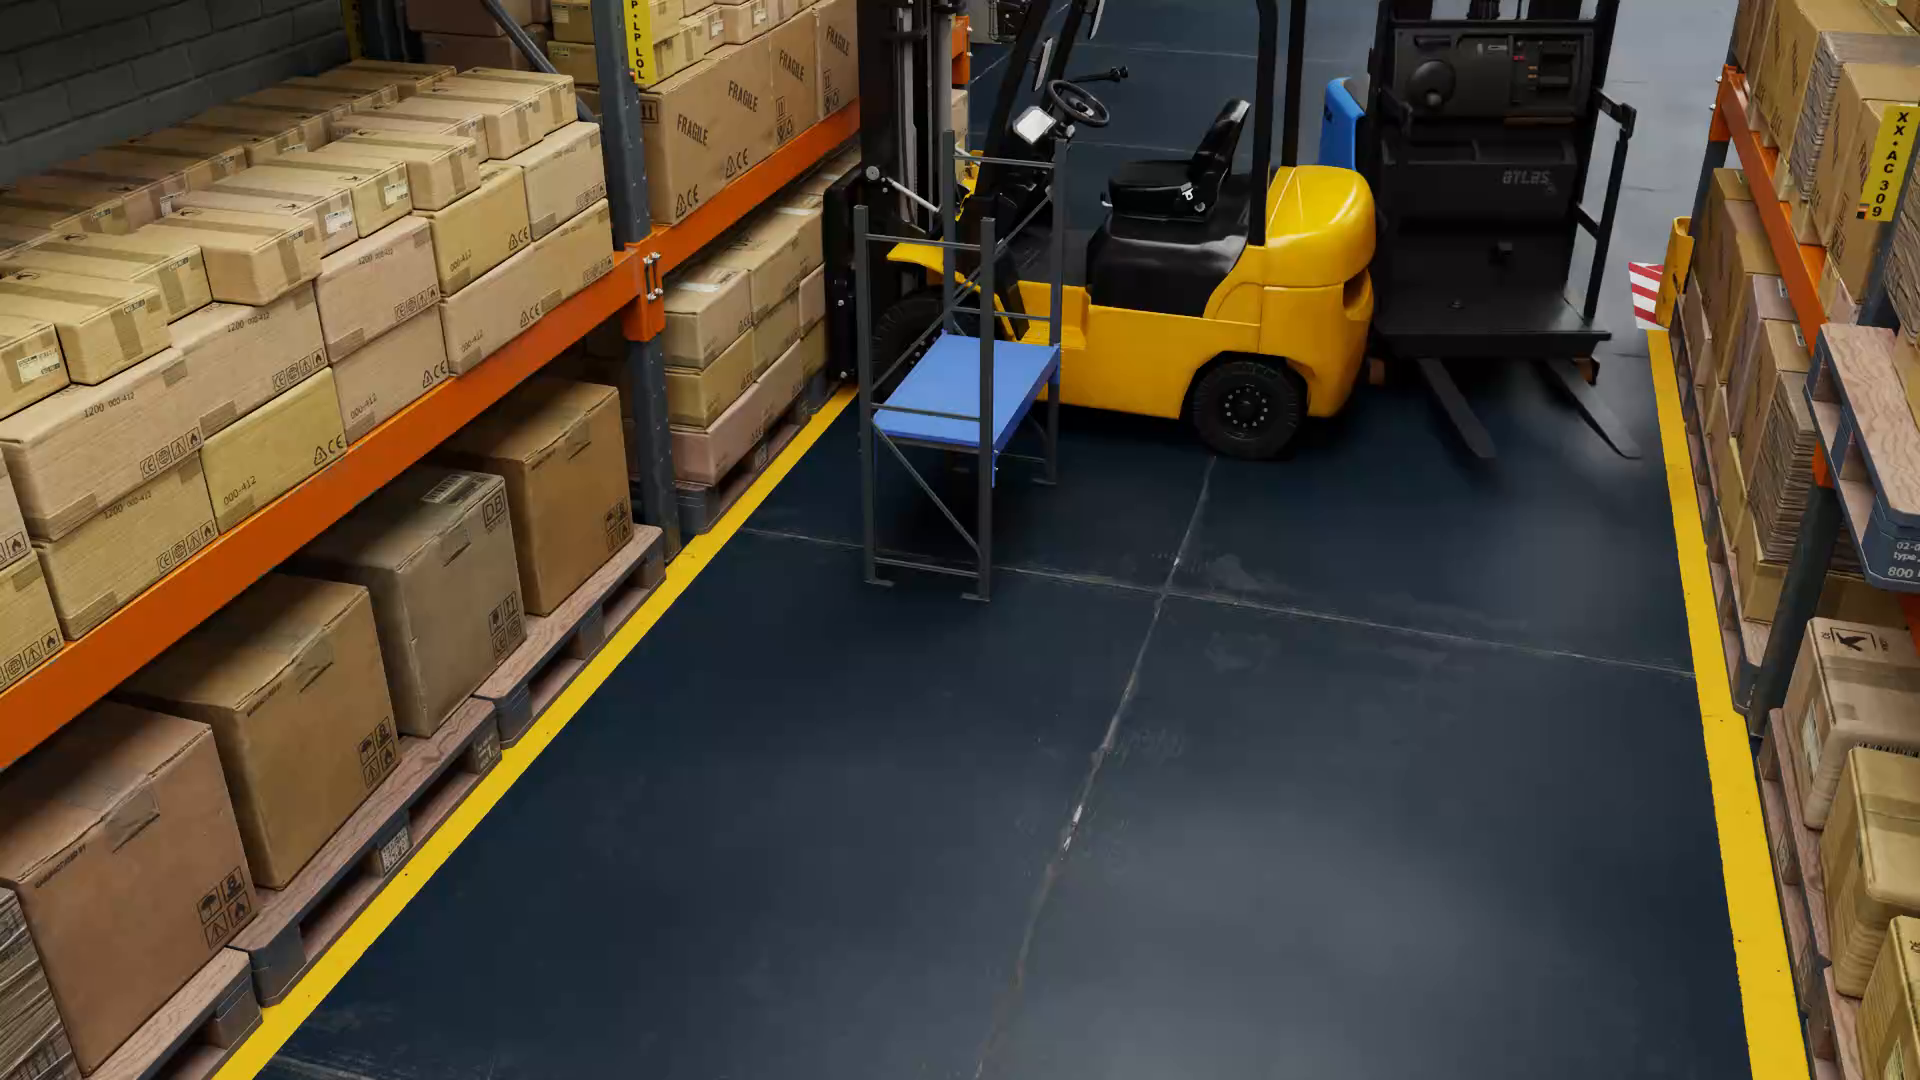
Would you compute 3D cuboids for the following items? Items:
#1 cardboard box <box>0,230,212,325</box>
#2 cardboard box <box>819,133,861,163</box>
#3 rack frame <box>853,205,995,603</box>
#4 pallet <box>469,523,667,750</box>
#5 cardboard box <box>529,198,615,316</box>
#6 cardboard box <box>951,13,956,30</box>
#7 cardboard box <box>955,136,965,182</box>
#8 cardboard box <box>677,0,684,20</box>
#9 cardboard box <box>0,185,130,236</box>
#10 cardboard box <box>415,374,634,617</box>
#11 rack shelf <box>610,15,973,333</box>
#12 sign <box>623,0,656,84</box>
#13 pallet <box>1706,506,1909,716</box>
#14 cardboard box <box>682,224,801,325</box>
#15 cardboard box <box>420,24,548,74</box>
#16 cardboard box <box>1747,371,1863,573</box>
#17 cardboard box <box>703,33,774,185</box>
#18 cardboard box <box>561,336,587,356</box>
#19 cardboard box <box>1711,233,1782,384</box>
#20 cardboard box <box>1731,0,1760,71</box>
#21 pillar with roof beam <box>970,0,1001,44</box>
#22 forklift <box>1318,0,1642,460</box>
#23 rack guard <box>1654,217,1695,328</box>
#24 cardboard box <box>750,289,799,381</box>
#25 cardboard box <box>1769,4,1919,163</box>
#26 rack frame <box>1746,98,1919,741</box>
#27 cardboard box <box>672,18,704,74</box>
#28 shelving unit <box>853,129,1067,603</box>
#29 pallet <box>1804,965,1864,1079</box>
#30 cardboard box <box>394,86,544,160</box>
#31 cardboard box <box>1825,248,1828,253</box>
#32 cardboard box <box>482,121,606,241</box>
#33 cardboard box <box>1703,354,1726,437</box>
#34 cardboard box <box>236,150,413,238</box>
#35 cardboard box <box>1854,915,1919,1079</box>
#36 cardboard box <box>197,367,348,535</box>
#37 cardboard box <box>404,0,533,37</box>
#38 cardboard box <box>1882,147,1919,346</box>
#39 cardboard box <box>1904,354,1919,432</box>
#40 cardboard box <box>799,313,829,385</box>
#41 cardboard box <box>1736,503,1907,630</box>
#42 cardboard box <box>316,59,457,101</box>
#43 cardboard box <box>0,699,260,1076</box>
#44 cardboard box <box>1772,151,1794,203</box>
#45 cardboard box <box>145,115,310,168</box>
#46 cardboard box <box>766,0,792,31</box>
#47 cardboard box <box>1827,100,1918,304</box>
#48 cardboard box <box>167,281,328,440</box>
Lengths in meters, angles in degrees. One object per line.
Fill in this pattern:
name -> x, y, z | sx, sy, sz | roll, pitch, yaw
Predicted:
cardboard box -> -2.057, -0.622, 4.012 | 0.380, 0.149, 0.250 | 8, 30, 15
cardboard box -> -0.557, -1.856, 8.370 | 0.500, 0.250, 0.500 | 9, 30, 16
rack frame -> -0.124, -0.459, 6.032 | 0.500, 1.500, 0.032 | 8, 30, 15
pallet -> -1.790, 0.255, 6.074 | 1.003, 0.211, 1.213 | 8, 30, 15
cardboard box -> -1.509, -0.974, 5.570 | 0.500, 0.250, 0.500 | 9, 30, 16
cardboard box -> -0.330, -2.948, 8.860 | 0.500, 0.500, 0.500 | 8, 30, 14
cardboard box -> -0.281, -2.100, 9.321 | 0.500, 0.250, 0.500 | 8, 30, 14
cardboard box -> -1.260, -2.011, 6.204 | 0.380, 0.149, 0.250 | 9, 30, 16
cardboard box -> -2.411, -0.804, 4.339 | 0.380, 0.149, 0.250 | 9, 30, 15
cardboard box -> -1.754, -0.213, 6.058 | 0.875, 0.625, 0.625 | 10, 31, 17
rack shelf -> -1.024, -1.926, 7.867 | 1.077, 0.370, 4.000 | 8, 30, 15
sign -> -1.090, -1.710, 5.628 | 0.100, 0.325, 0.005 | 8, 30, 15
pallet -> 3.298, 0.297, 6.000 | 1.003, 0.211, 1.213 | 8, 30, 15
cardboard box -> -1.009, -1.146, 7.093 | 0.500, 0.250, 0.500 | 9, 30, 15
cardboard box -> -1.762, -1.825, 6.174 | 0.380, 0.149, 0.250 | 8, 30, 15
cardboard box -> 3.052, -0.228, 5.699 | 0.500, 0.500, 0.500 | 8, 30, 14
cardboard box -> -1.094, -1.768, 6.740 | 0.500, 0.500, 0.500 | 9, 30, 16
cardboard box -> -1.652, -0.986, 6.806 | 0.500, 0.250, 0.500 | 9, 30, 16
cardboard box -> 3.497, -0.951, 6.999 | 0.500, 0.500, 0.500 | 9, 30, 16
cardboard box -> 3.905, -2.457, 7.672 | 0.500, 0.500, 0.500 | 8, 30, 14
pillar with roof beam -> 4.373, -7.771, 11.462 | 9.100, 9.000, 0.400 | 8, 30, 15
forklift -> 2.502, -2.162, 7.622 | 1.130, 2.935, 3.031 | 0, 29, 0
rack guard -> 4.287, -1.336, 8.637 | 1.175, 0.500, 0.348 | 8, 30, 15
cardboard box -> -1.028, -0.927, 7.213 | 0.500, 0.250, 0.500 | 8, 30, 15
cardboard box -> 3.466, -1.741, 6.385 | 0.500, 0.500, 0.500 | 8, 30, 14
rack frame -> 3.135, -0.605, 4.751 | 1.000, 3.000, 0.127 | 8, 30, 15
cardboard box -> -1.192, -1.870, 6.255 | 0.380, 0.149, 0.250 | 9, 30, 16
shelving unit -> 0.025, -0.695, 6.457 | 0.538, 1.500, 1.048 | 8, 30, 15
pallet -> 2.552, 1.545, 3.756 | 1.003, 0.211, 1.213 | 8, 30, 15
cardboard box -> -1.558, -1.325, 5.277 | 0.380, 0.149, 0.250 | 8, 30, 14
cardboard box -> 3.242, -1.028, 5.772 | 0.380, 0.149, 0.250 | 8, 30, 14
cardboard box -> -1.511, -1.200, 5.461 | 0.500, 0.250, 0.500 | 8, 30, 14
cardboard box -> 3.503, -0.619, 7.173 | 0.500, 0.250, 0.500 | 11, 31, 18
cardboard box -> -1.767, -0.965, 4.630 | 0.380, 0.149, 0.250 | 8, 30, 14
cardboard box -> 2.573, 1.262, 3.667 | 0.950, 0.372, 0.625 | 10, 30, 17
cardboard box -> -1.971, -0.272, 4.308 | 0.500, 0.250, 0.500 | 9, 30, 16
cardboard box -> -1.806, -1.960, 6.111 | 0.380, 0.149, 0.250 | 9, 30, 15
cardboard box -> 2.723, -0.785, 4.235 | 0.500, 0.500, 0.500 | 9, 30, 16
cardboard box -> 2.589, -0.352, 4.123 | 0.380, 0.149, 0.250 | 9, 30, 16
cardboard box -> -0.882, -0.950, 7.769 | 0.500, 0.250, 0.500 | 9, 30, 16
cardboard box -> 3.052, 0.100, 5.881 | 0.500, 0.250, 0.500 | 10, 31, 17
cardboard box -> -1.919, -1.506, 5.601 | 0.380, 0.149, 0.250 | 8, 30, 14
cardboard box -> -2.405, 0.809, 4.221 | 0.875, 0.625, 0.625 | 9, 30, 17
cardboard box -> 3.378, -1.400, 6.439 | 0.380, 0.149, 0.250 | 9, 30, 15
cardboard box -> -2.178, -1.151, 4.963 | 0.380, 0.149, 0.250 | 8, 30, 14
cardboard box -> -0.920, -2.220, 6.886 | 0.380, 0.149, 0.250 | 8, 30, 14
cardboard box -> 3.028, -1.020, 5.090 | 0.500, 0.500, 0.500 | 8, 30, 14
cardboard box -> -1.977, -0.491, 4.187 | 0.500, 0.250, 0.500 | 9, 30, 16
